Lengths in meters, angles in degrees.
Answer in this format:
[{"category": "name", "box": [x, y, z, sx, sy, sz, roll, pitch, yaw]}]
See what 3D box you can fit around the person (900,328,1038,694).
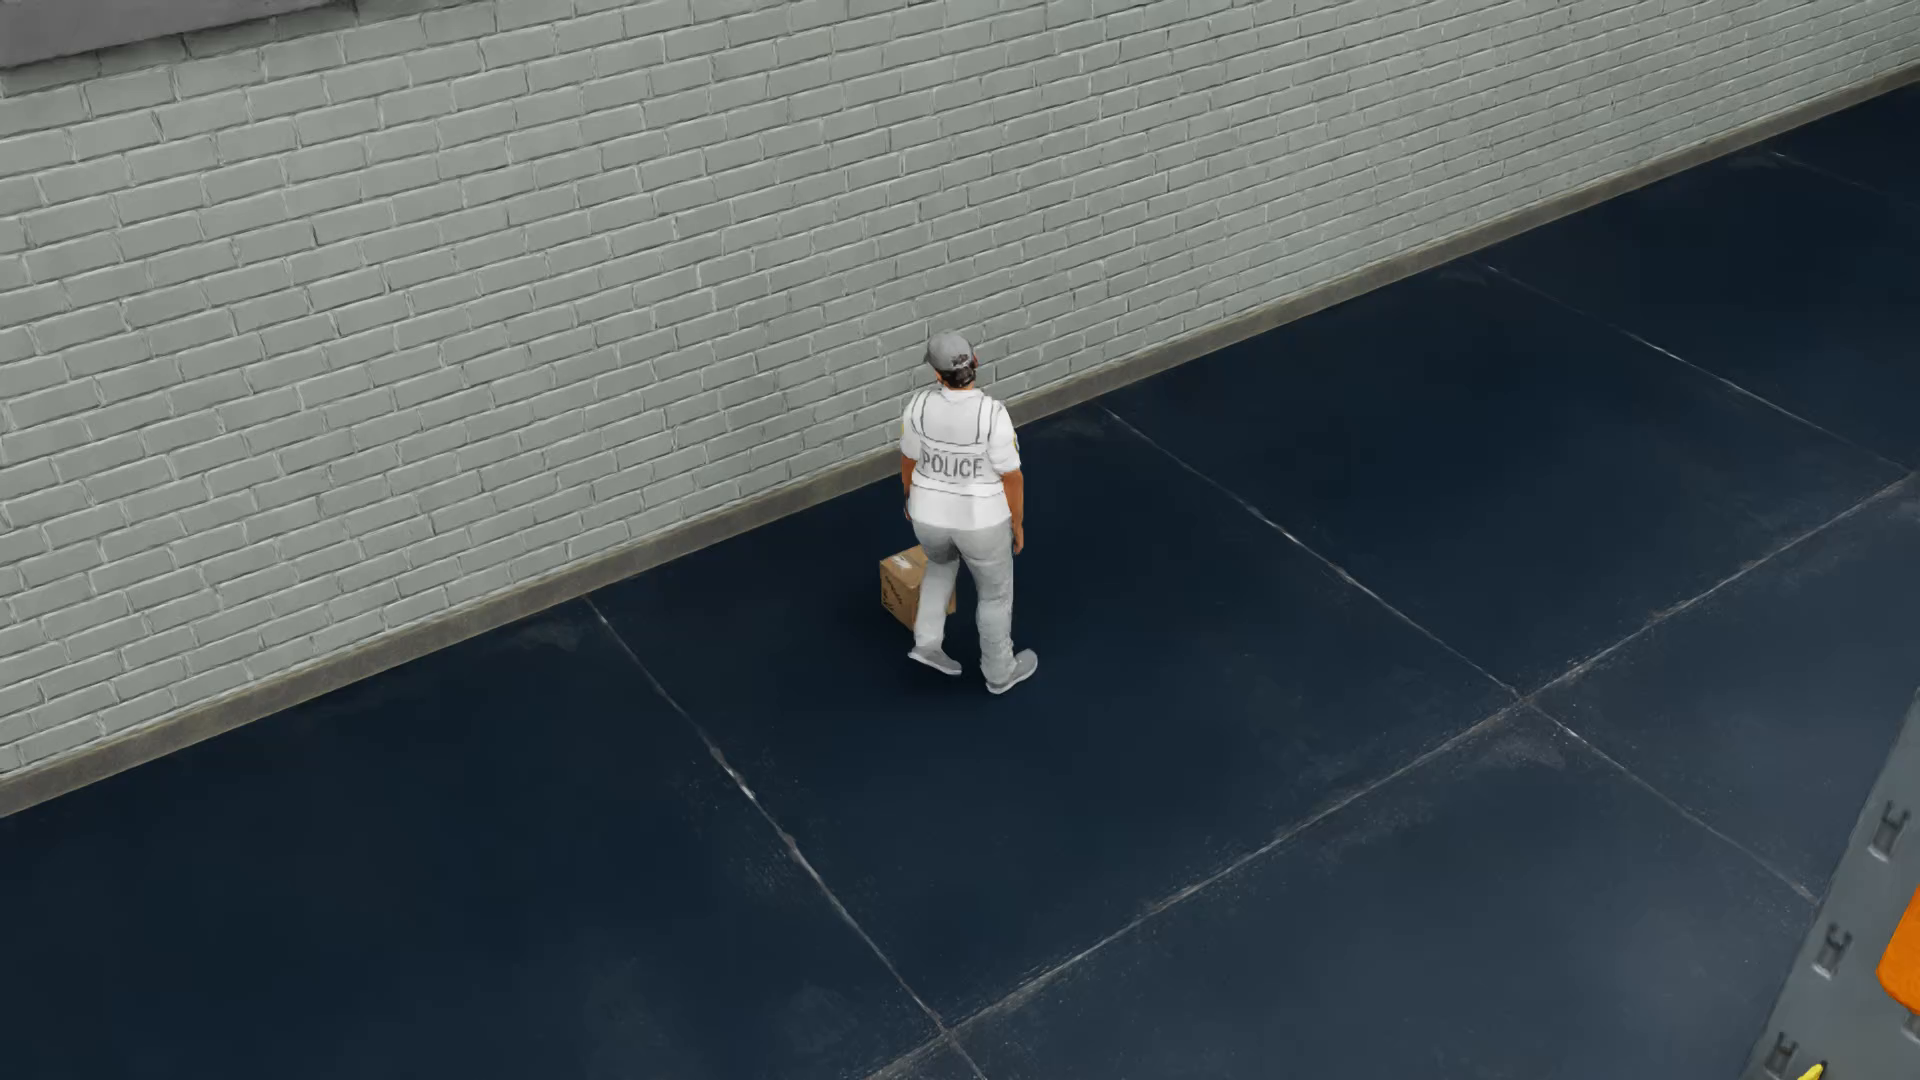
[{"category": "person", "box": [0.012, -0.079, 6.744, 0.588, 1.640, 0.487, 13, 39, 17]}]
